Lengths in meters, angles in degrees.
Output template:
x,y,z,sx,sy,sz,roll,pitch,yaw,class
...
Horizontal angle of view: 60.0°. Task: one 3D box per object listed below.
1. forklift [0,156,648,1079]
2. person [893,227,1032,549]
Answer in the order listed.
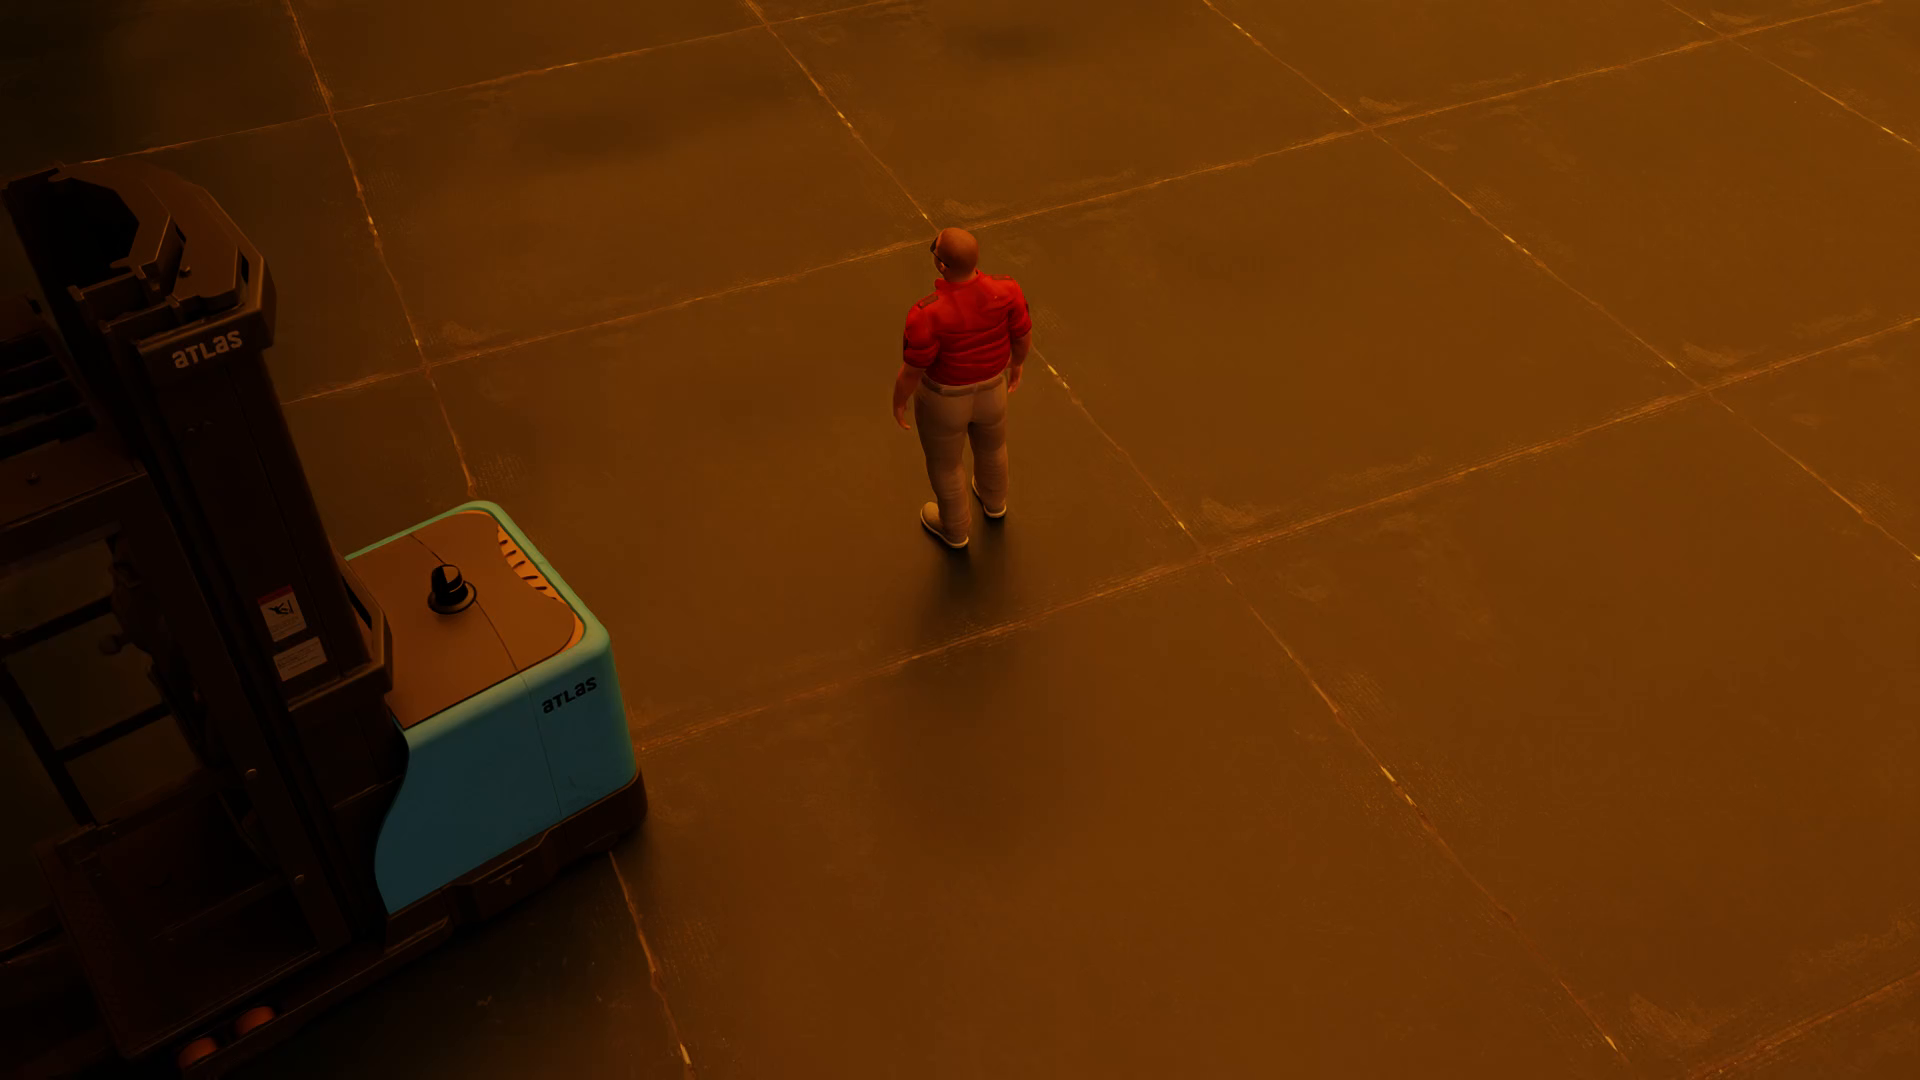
x,y,z,sx,sy,sz,roll,pitch,yaw,class
-2.710,0.411,5.240,3.031,2.935,1.130,-28,50,-27,forklift
-0.027,-0.697,7.296,0.641,1.728,0.550,-18,46,-18,person
